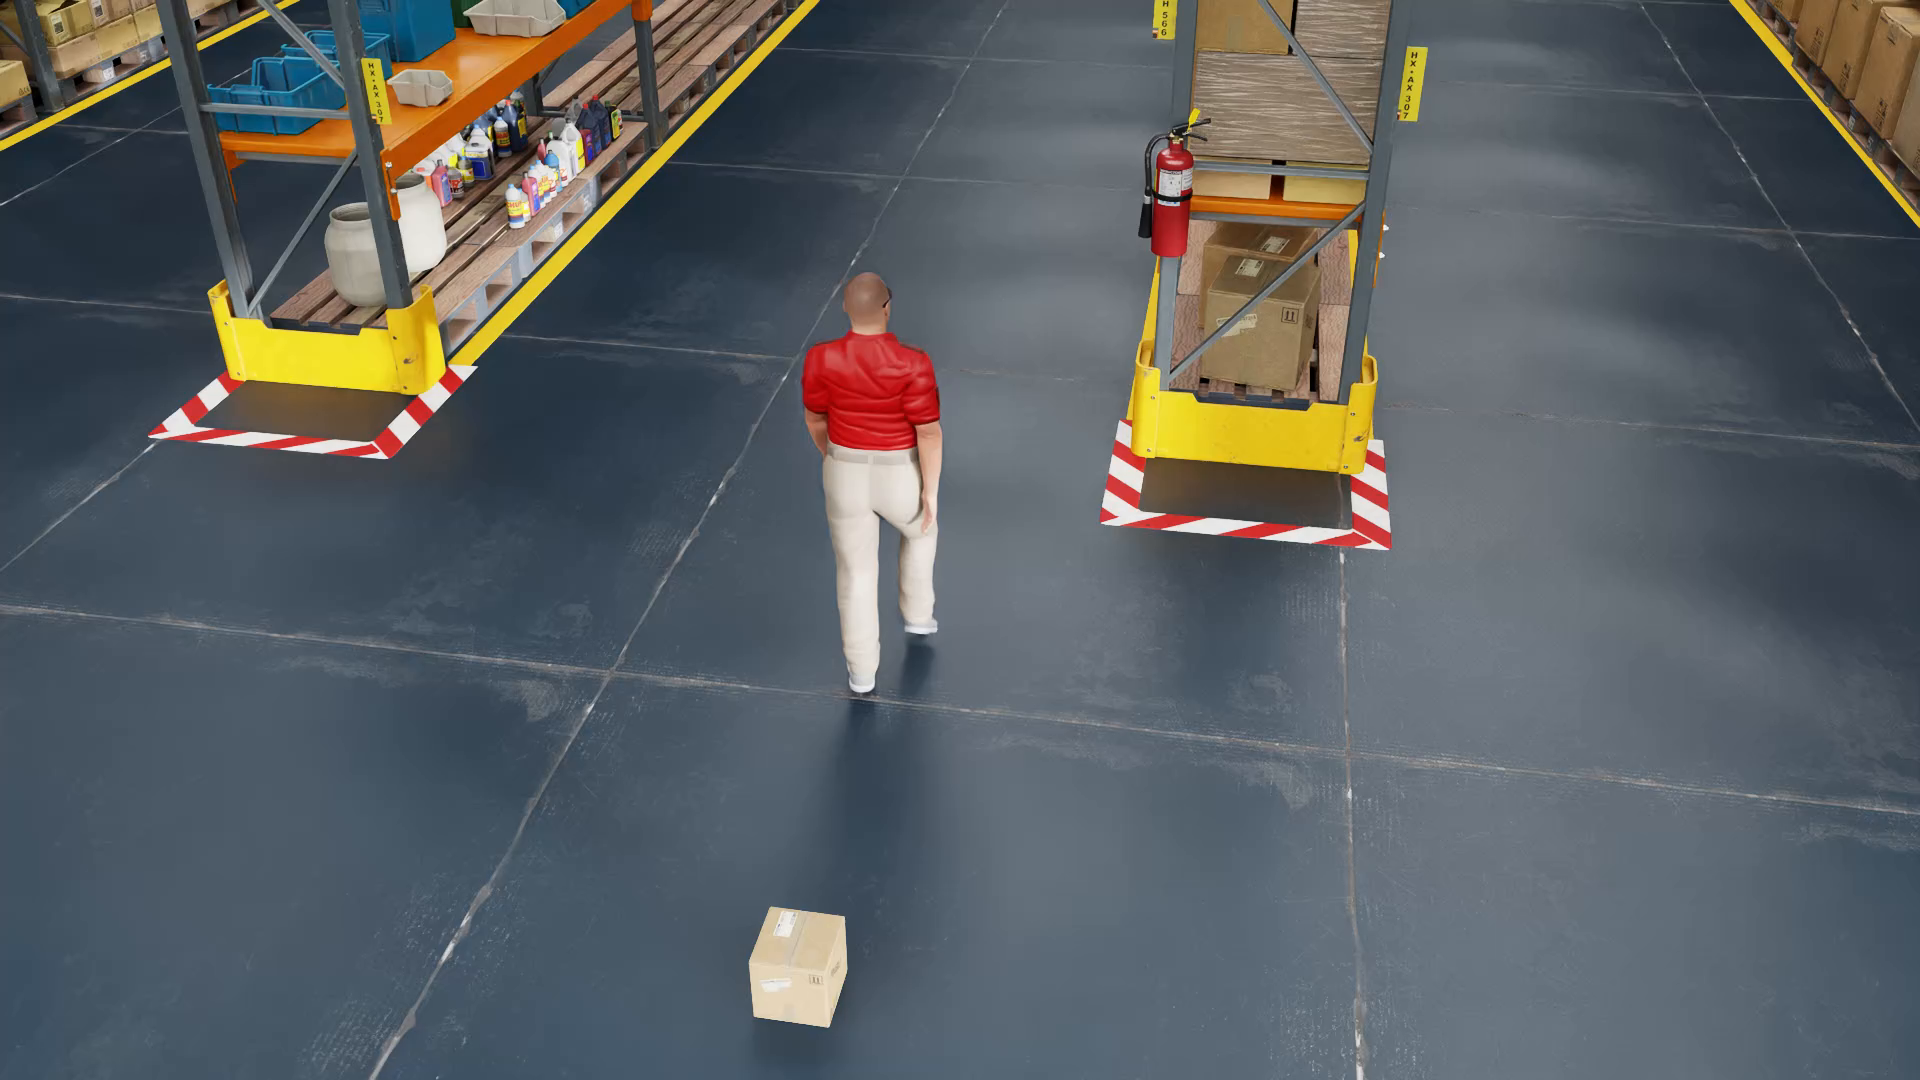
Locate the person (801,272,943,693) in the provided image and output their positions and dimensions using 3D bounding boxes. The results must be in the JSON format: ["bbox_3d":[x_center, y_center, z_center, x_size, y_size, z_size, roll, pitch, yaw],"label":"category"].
[{"bbox_3d":[-0.327,-0.226,6.552,0.547,1.793,0.663,3,32,4],"label":"person"}]
